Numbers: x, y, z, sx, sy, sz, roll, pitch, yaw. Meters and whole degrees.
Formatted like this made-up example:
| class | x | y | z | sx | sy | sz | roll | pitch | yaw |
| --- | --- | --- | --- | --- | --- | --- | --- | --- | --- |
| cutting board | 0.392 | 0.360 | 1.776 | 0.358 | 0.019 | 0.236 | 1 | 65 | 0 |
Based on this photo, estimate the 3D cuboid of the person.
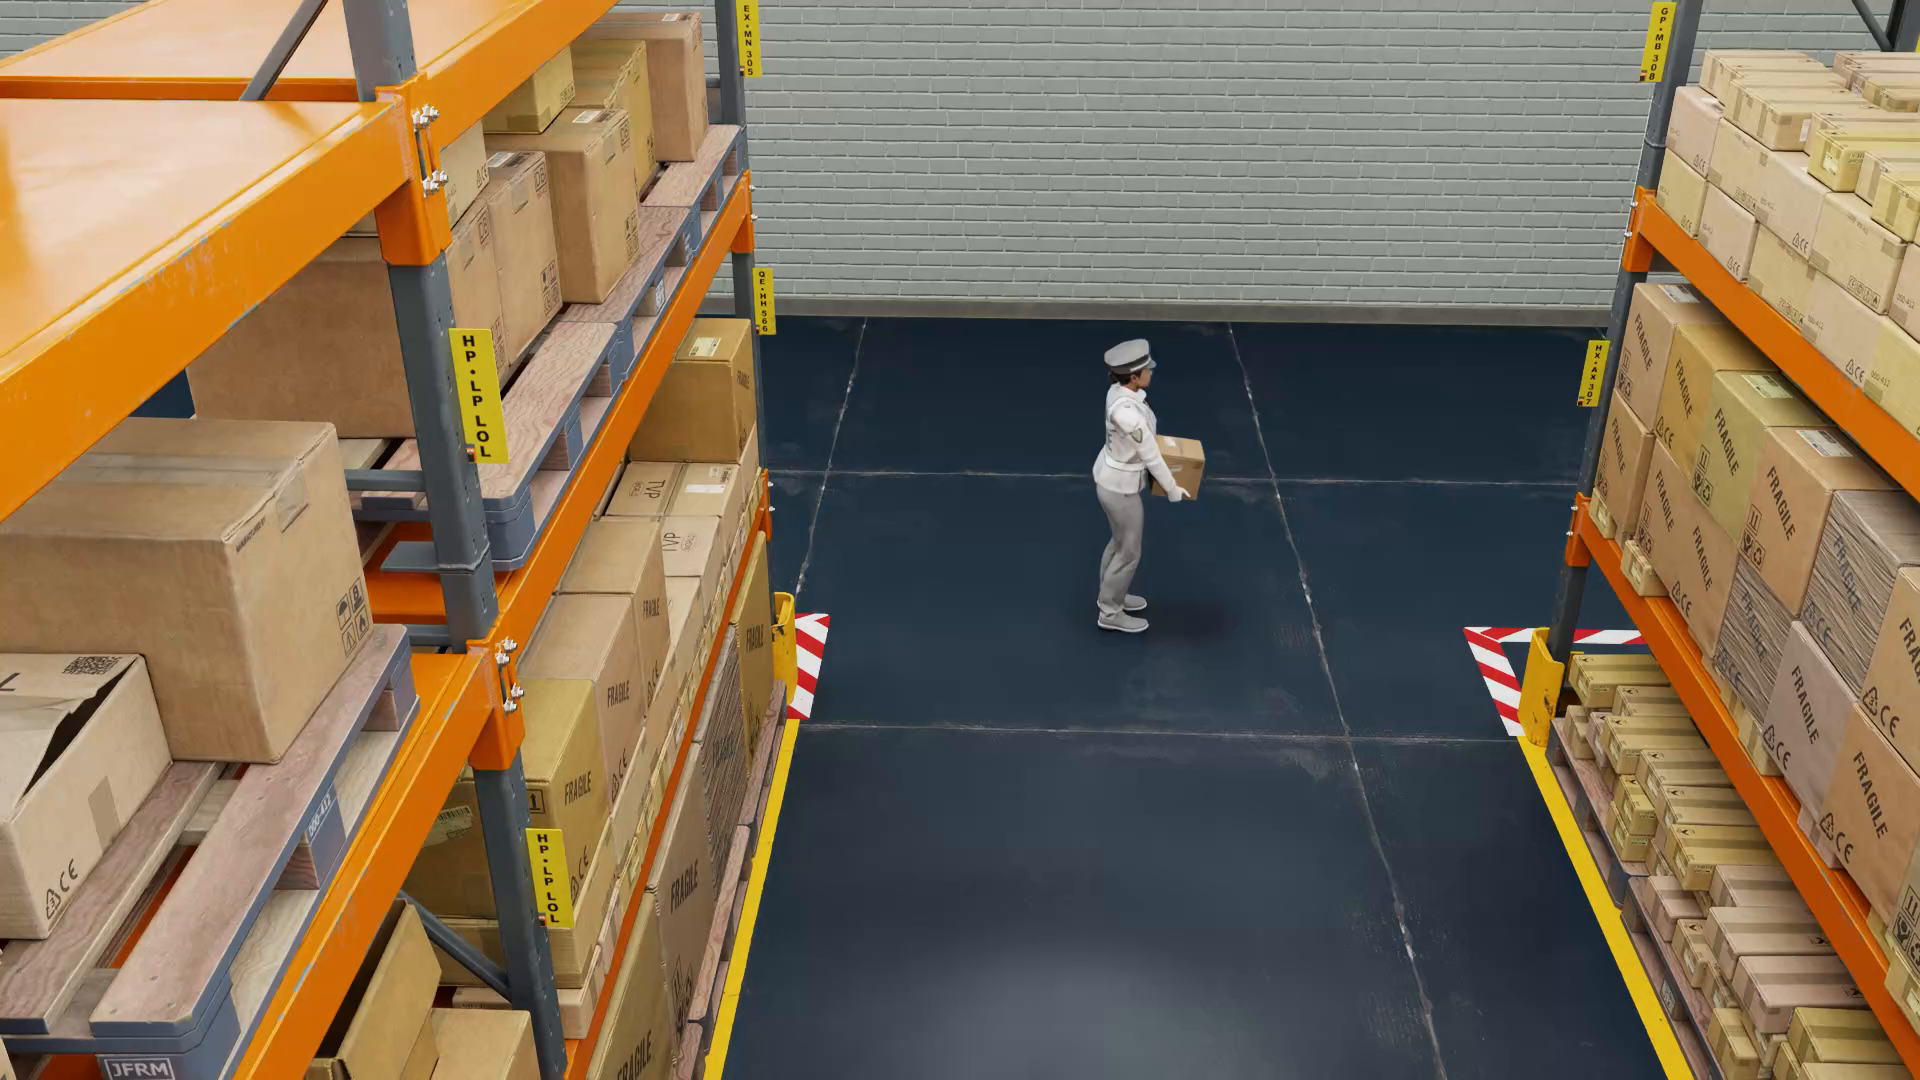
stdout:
| class | x | y | z | sx | sy | sz | roll | pitch | yaw |
| --- | --- | --- | --- | --- | --- | --- | --- | --- | --- |
| person | 0.992 | -0.300 | 9.168 | 0.523 | 1.687 | 0.417 | 1 | 28 | 1 |
